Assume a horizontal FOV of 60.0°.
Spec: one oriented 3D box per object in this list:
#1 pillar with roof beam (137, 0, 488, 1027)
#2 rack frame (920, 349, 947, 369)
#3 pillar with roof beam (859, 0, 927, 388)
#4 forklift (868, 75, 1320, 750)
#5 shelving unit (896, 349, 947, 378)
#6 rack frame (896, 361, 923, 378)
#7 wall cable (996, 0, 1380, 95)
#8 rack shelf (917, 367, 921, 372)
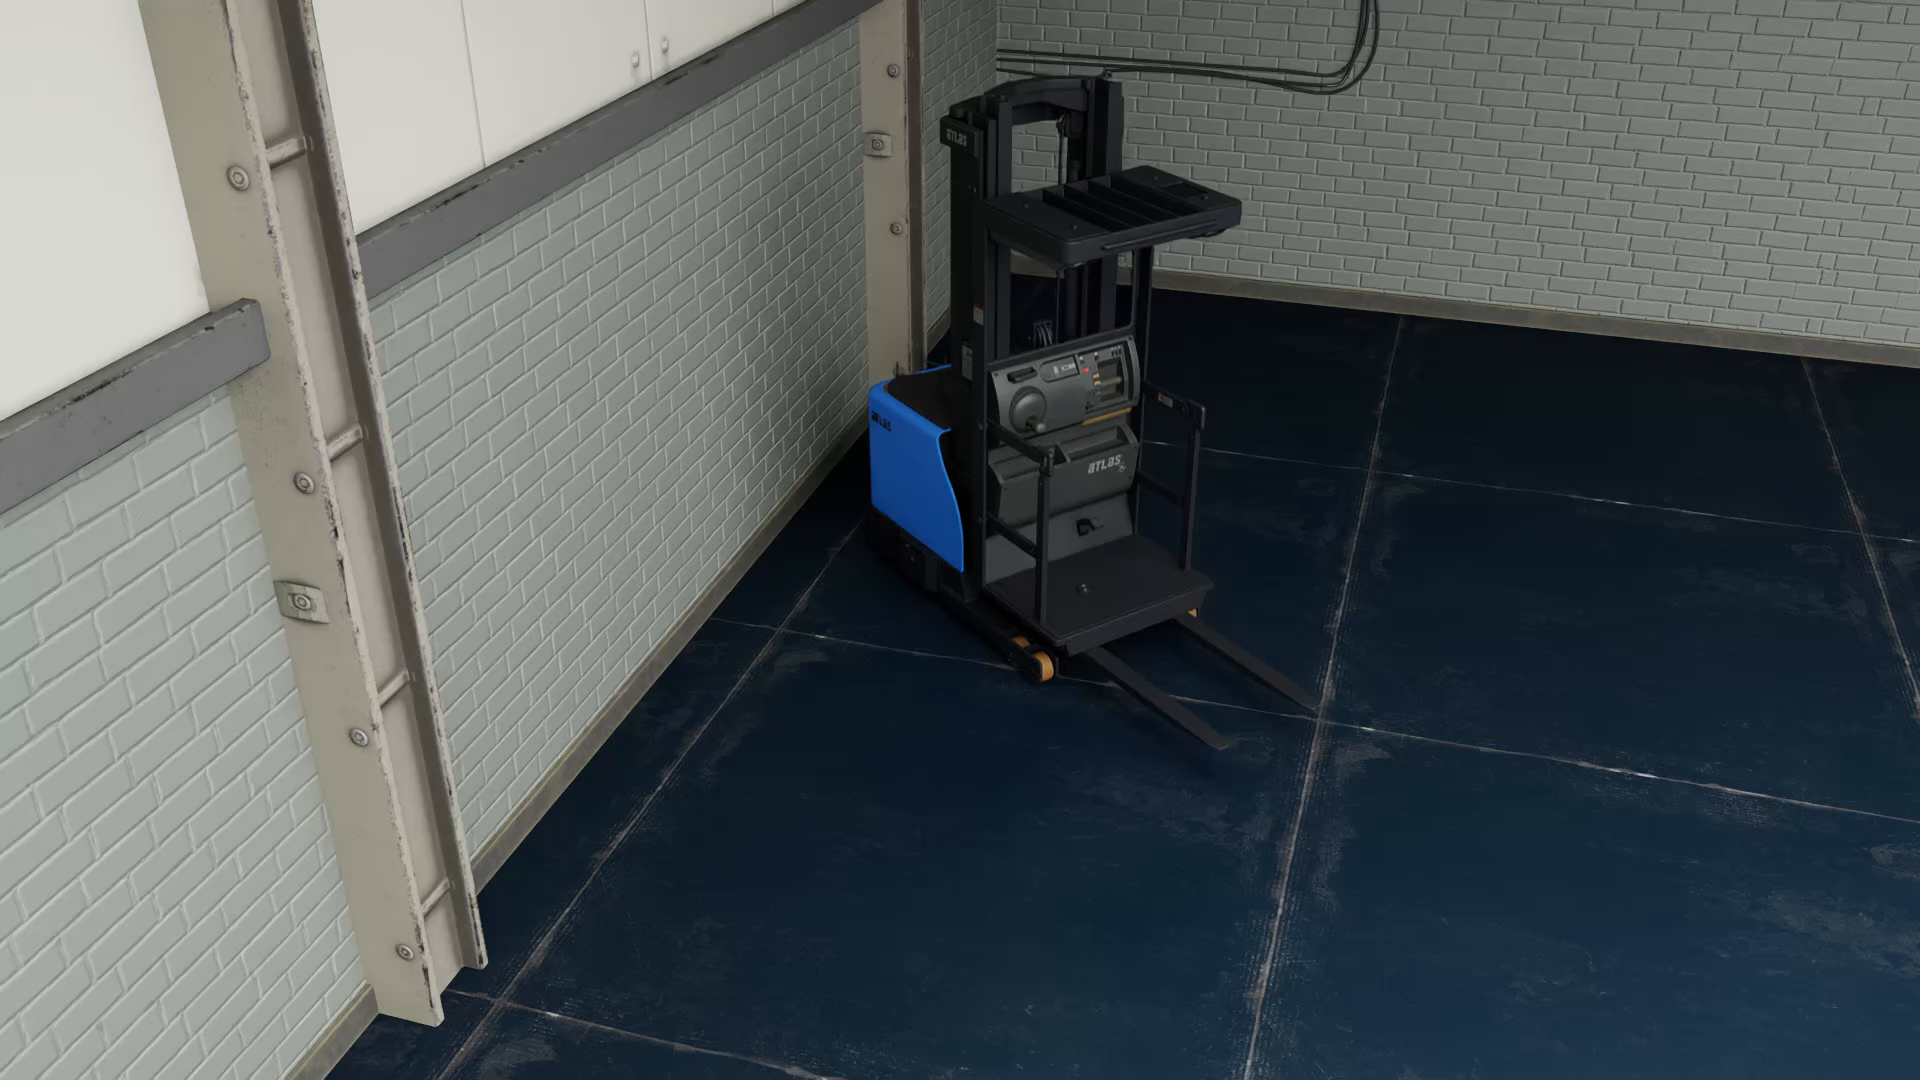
[{"bbox_3d":[1.916,-1.465,3.628,9.100,9.000,0.400,8,30,15],"label":"pillar with roof beam"},{"bbox_3d":[-0.161,-0.687,10.405,0.200,1.050,0.008,19,34,31],"label":"rack frame"},{"bbox_3d":[3.677,-4.254,8.640,9.100,9.000,0.400,8,30,15],"label":"pillar with roof beam"},{"bbox_3d":[0.685,-0.781,8.640,1.130,2.935,3.031,-18,34,-29],"label":"forklift"},{"bbox_3d":[-0.232,-0.639,10.318,0.215,1.050,0.252,19,34,31],"label":"shelving unit"},{"bbox_3d":[-0.303,-0.590,10.231,0.200,1.050,0.008,19,34,31],"label":"rack frame"},{"bbox_3d":[1.691,-4.691,12.621,3.097,2.526,0.112,8,30,15],"label":"wall cable"},{"bbox_3d":[-0.232,-0.877,10.185,0.215,0.259,0.240,19,34,31],"label":"rack shelf"}]
